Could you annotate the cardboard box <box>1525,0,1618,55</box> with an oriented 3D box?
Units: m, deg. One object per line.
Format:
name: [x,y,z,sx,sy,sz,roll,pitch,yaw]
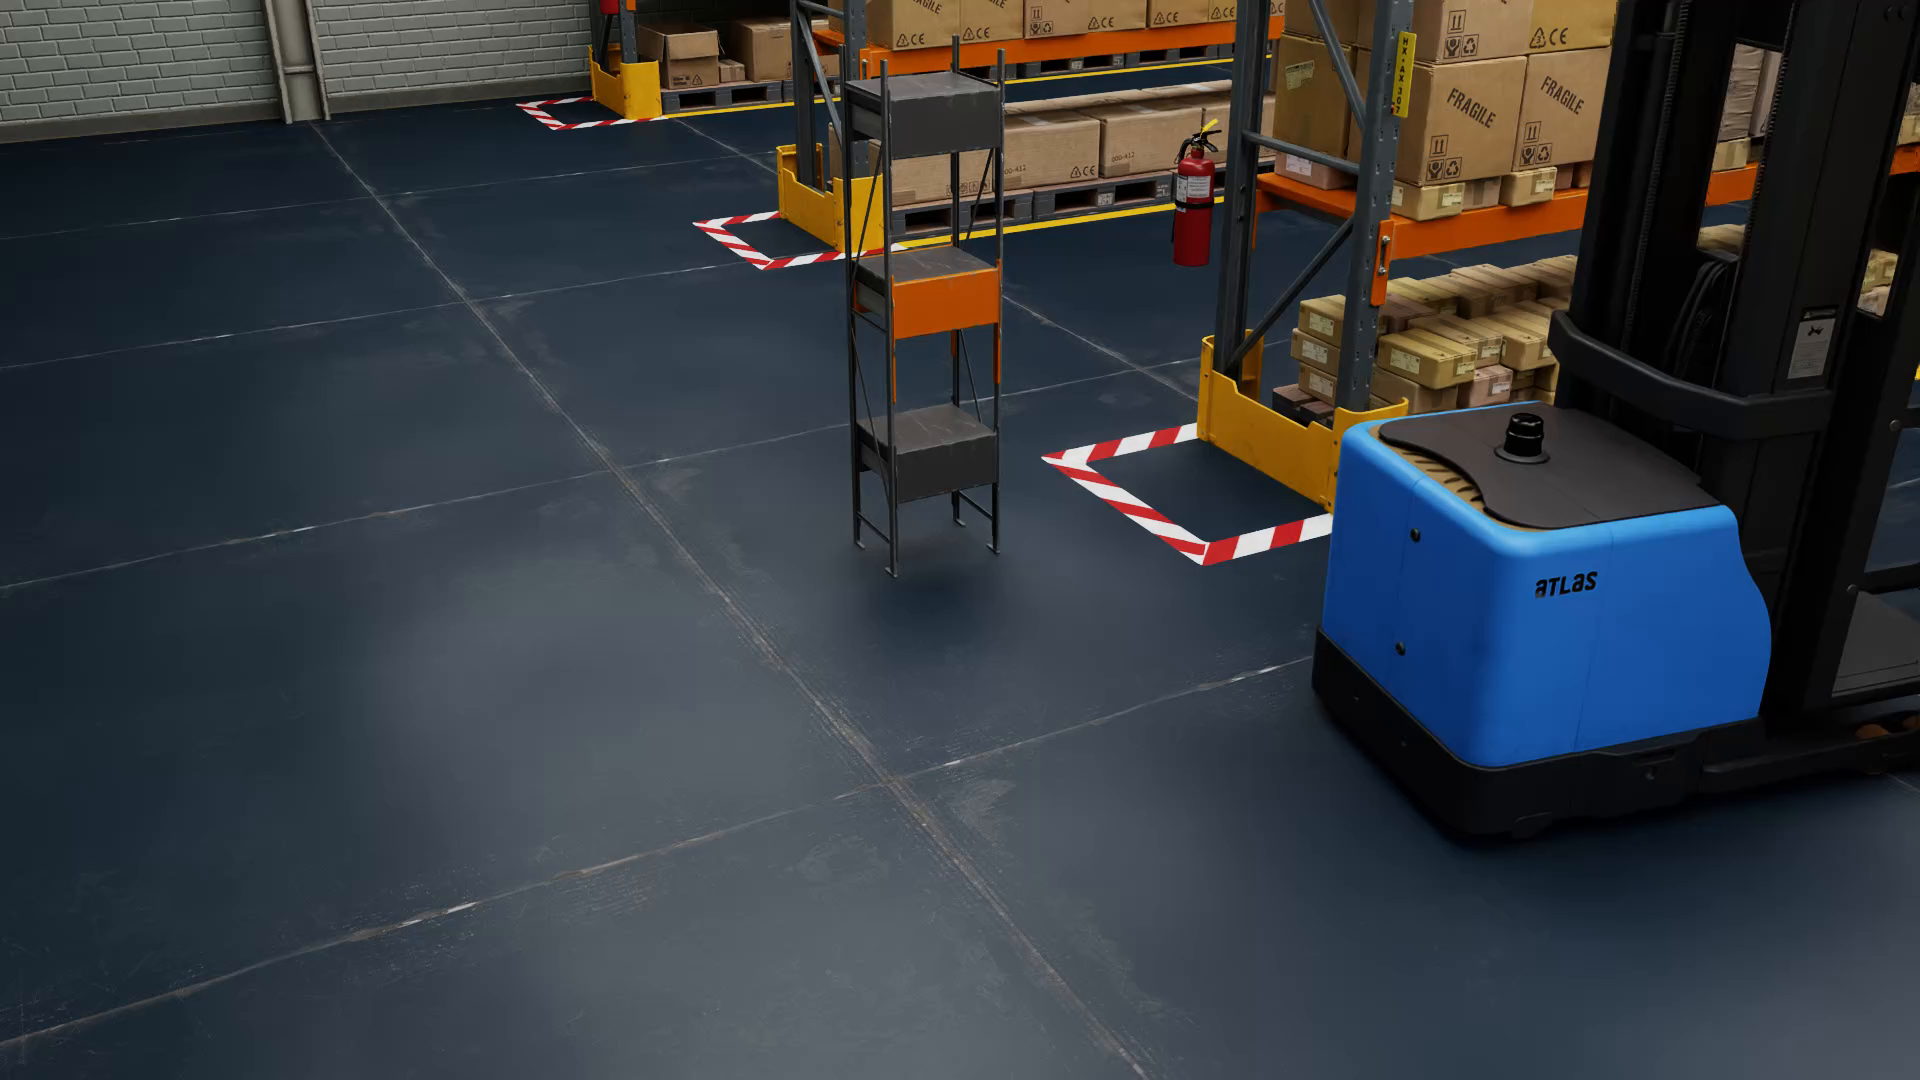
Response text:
cardboard box: [2.485,-2.410,7.190,0.500,0.500,0.500,-12,28,-24]

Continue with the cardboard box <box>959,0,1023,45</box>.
cardboard box: [0.095,-3.702,11.379,0.500,0.500,0.500,-13,29,-26]

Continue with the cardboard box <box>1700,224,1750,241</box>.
cardboard box: [4.379,-1.647,9.337,0.250,0.149,0.380,-12,28,-23]

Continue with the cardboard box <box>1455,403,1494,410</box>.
cardboard box: [2.327,-0.658,7.964,0.250,0.149,0.380,-13,29,-25]

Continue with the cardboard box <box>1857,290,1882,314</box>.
cardboard box: [4.690,-1.292,8.941,0.250,0.149,0.380,-14,29,-28]

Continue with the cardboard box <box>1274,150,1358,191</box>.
cardboard box: [1.676,-1.746,7.711,0.250,0.149,0.380,-13,29,-25]

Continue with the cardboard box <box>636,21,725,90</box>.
cardboard box: [-2.652,-4.602,15.768,0.637,0.503,0.797,-14,29,-27]

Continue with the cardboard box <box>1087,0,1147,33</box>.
cardboard box: [0.986,-3.907,11.806,0.500,0.500,0.500,-12,28,-23]

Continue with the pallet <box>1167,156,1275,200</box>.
pallet: [1.925,-2.987,13.228,1.213,0.211,1.003,-13,29,-25]

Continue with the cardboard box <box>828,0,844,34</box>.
cardboard box: [-0.596,-3.799,11.582,0.500,0.500,0.500,-13,28,-25]

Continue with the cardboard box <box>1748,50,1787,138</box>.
cardboard box: [3.859,-2.266,8.045,0.500,0.500,0.500,-13,29,-25]

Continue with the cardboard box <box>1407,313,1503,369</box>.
cardboard box: [2.330,-0.936,7.856,0.250,0.149,0.380,-12,28,-24]

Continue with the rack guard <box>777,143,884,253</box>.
rack guard: [-0.918,-2.423,11.719,0.348,0.500,1.175,-13,29,-25]

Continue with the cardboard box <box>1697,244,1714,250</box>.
cardboard box: [3.959,-1.515,9.062,0.250,0.149,0.380,-14,29,-26]

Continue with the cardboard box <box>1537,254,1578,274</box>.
cardboard box: [3.259,-1.372,8.764,0.250,0.149,0.380,-13,28,-25]

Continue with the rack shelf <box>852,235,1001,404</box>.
rack shelf: [-0.146,-0.901,6.731,0.480,0.518,0.431,-13,29,-25]

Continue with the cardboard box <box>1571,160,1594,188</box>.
cardboard box: [2.844,-1.765,7.752,0.250,0.149,0.380,-13,29,-26]

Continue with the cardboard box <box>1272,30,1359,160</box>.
cardboard box: [1.797,-2.054,7.603,0.500,0.500,0.500,-12,28,-24]

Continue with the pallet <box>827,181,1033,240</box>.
pallet: [-0.228,-2.490,12.193,1.213,0.211,1.003,-13,29,-25]

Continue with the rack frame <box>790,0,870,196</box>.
rack frame: [-0.897,-3.555,11.188,0.127,3.000,1.000,-13,29,-25]

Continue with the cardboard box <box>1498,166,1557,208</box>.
cardboard box: [2.429,-1.614,7.437,0.250,0.149,0.380,-14,29,-27]

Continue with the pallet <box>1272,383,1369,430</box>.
pallet: [2.322,-0.595,8.246,1.213,0.211,1.003,-13,29,-25]

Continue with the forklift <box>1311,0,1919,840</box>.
forklift: [2.840,-0.741,5.406,3.031,2.935,1.130,-8,27,-16]

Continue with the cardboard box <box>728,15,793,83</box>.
cardboard box: [-1.879,-4.760,16.101,0.500,0.500,0.700,-12,28,-23]

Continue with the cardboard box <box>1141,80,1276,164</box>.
cardboard box: [2.028,-3.317,13.168,0.875,0.438,0.875,-13,29,-26]

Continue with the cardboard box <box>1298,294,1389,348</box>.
cardboard box: [1.869,-1.062,8.117,0.250,0.149,0.380,-13,28,-25]

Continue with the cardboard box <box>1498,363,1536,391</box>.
cardboard box: [2.547,-0.850,8.019,0.250,0.149,0.380,-13,28,-24]

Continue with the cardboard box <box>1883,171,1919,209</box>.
cardboard box: [5.589,-2.148,9.795,0.500,0.250,0.500,-14,29,-26]

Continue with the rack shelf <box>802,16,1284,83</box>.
rack shelf: [0.868,-3.638,12.192,4.000,0.370,1.077,-13,29,-25]

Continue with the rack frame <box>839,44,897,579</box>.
rack frame: [-0.361,-0.863,6.622,0.015,2.100,0.400,-13,29,-25]

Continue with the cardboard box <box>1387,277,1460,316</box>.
cardboard box: [2.287,-1.192,8.389,0.250,0.149,0.380,-14,29,-26]

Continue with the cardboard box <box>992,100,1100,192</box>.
cardboard box: [0.442,-2.951,12.406,0.875,0.438,0.875,-12,28,-24]

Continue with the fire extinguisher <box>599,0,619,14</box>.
fire extinguisher: [-3.148,-5.040,14.802,0.183,0.674,0.296,-13,29,-25]

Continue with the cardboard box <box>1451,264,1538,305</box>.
cardboard box: [2.756,-1.297,8.607,0.250,0.149,0.380,-12,28,-23]

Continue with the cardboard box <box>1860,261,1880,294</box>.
cardboard box: [4.653,-1.433,8.890,0.250,0.149,0.380,-13,28,-24]

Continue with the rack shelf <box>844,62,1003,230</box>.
rack shelf: [-0.146,-1.532,6.428,0.480,0.518,0.431,-13,29,-25]

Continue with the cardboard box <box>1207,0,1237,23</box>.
cardboard box: [1.892,-4.116,12.241,0.500,0.500,0.500,-14,29,-26]

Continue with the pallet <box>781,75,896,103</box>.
pallet: [-1.391,-4.617,16.624,1.213,0.211,1.003,-13,29,-25]

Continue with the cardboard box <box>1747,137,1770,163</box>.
cardboard box: [3.755,-1.972,8.181,0.250,0.149,0.380,-13,29,-26]

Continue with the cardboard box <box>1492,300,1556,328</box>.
cardboard box: [2.793,-1.021,8.032,0.250,0.149,0.380,-15,29,-28]

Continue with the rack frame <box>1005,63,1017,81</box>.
rack frame: [0.294,-6.264,16.832,0.127,3.000,1.000,-13,29,-25]

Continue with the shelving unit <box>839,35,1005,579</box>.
shelving unit: [-0.146,-0.913,6.725,0.503,2.100,0.431,-13,29,-25]

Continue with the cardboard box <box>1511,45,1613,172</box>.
cardboard box: [2.508,-1.969,7.426,0.500,0.500,0.500,-13,29,-25]

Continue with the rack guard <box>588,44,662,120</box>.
rack guard: [-3.169,-4.338,15.708,0.348,0.500,1.175,-13,29,-25]

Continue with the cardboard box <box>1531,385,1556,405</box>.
cardboard box: [2.820,-0.721,8.096,0.250,0.149,0.380,-13,28,-24]

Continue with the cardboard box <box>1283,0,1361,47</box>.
cardboard box: [1.808,-2.503,7.383,0.500,0.500,0.500,-14,29,-26]

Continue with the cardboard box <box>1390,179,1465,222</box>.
cardboard box: [1.962,-1.512,7.225,0.250,0.149,0.380,-13,29,-26]

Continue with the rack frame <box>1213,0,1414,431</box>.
rack frame: [1.522,-1.685,7.294,0.127,3.000,1.000,-13,29,-25]

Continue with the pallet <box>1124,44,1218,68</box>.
pallet: [2.071,-5.438,18.332,1.213,0.211,1.003,-13,29,-25]

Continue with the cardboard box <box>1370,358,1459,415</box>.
cardboard box: [2.105,-0.732,7.773,0.250,0.149,0.380,-12,28,-23]

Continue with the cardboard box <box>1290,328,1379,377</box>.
cardboard box: [1.853,-0.940,8.206,0.250,0.149,0.380,-14,29,-26]
